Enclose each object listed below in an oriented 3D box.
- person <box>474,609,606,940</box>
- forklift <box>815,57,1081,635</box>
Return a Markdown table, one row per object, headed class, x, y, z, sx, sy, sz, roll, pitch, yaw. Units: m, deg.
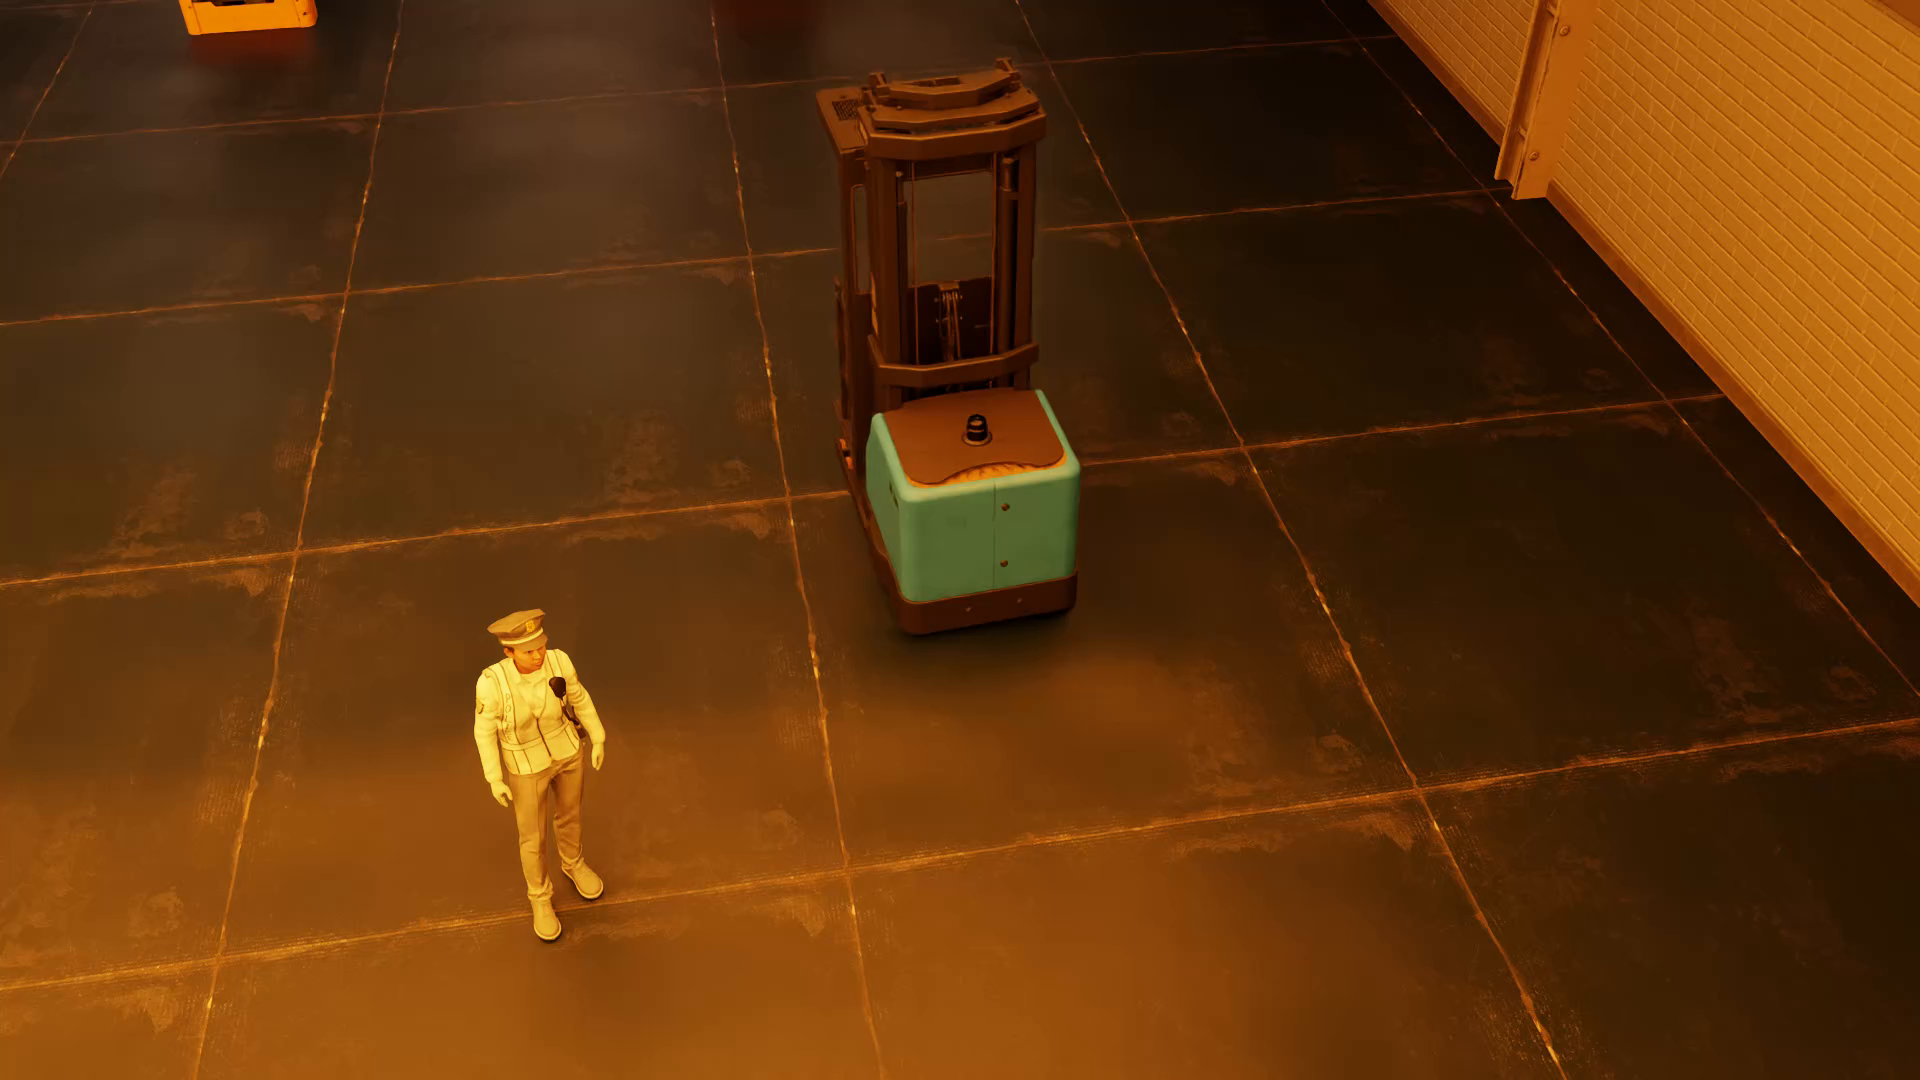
| class | x | y | z | sx | sy | sz | roll | pitch | yaw |
| --- | --- | --- | --- | --- | --- | --- | --- | --- | --- |
| person | -1.891 | 1.044 | 7.672 | 0.588 | 1.694 | 0.530 | -24 | 46 | -25 |
| forklift | -0.185 | -1.541 | 9.771 | 1.130 | 2.935 | 3.031 | -9 | 41 | -11 |
